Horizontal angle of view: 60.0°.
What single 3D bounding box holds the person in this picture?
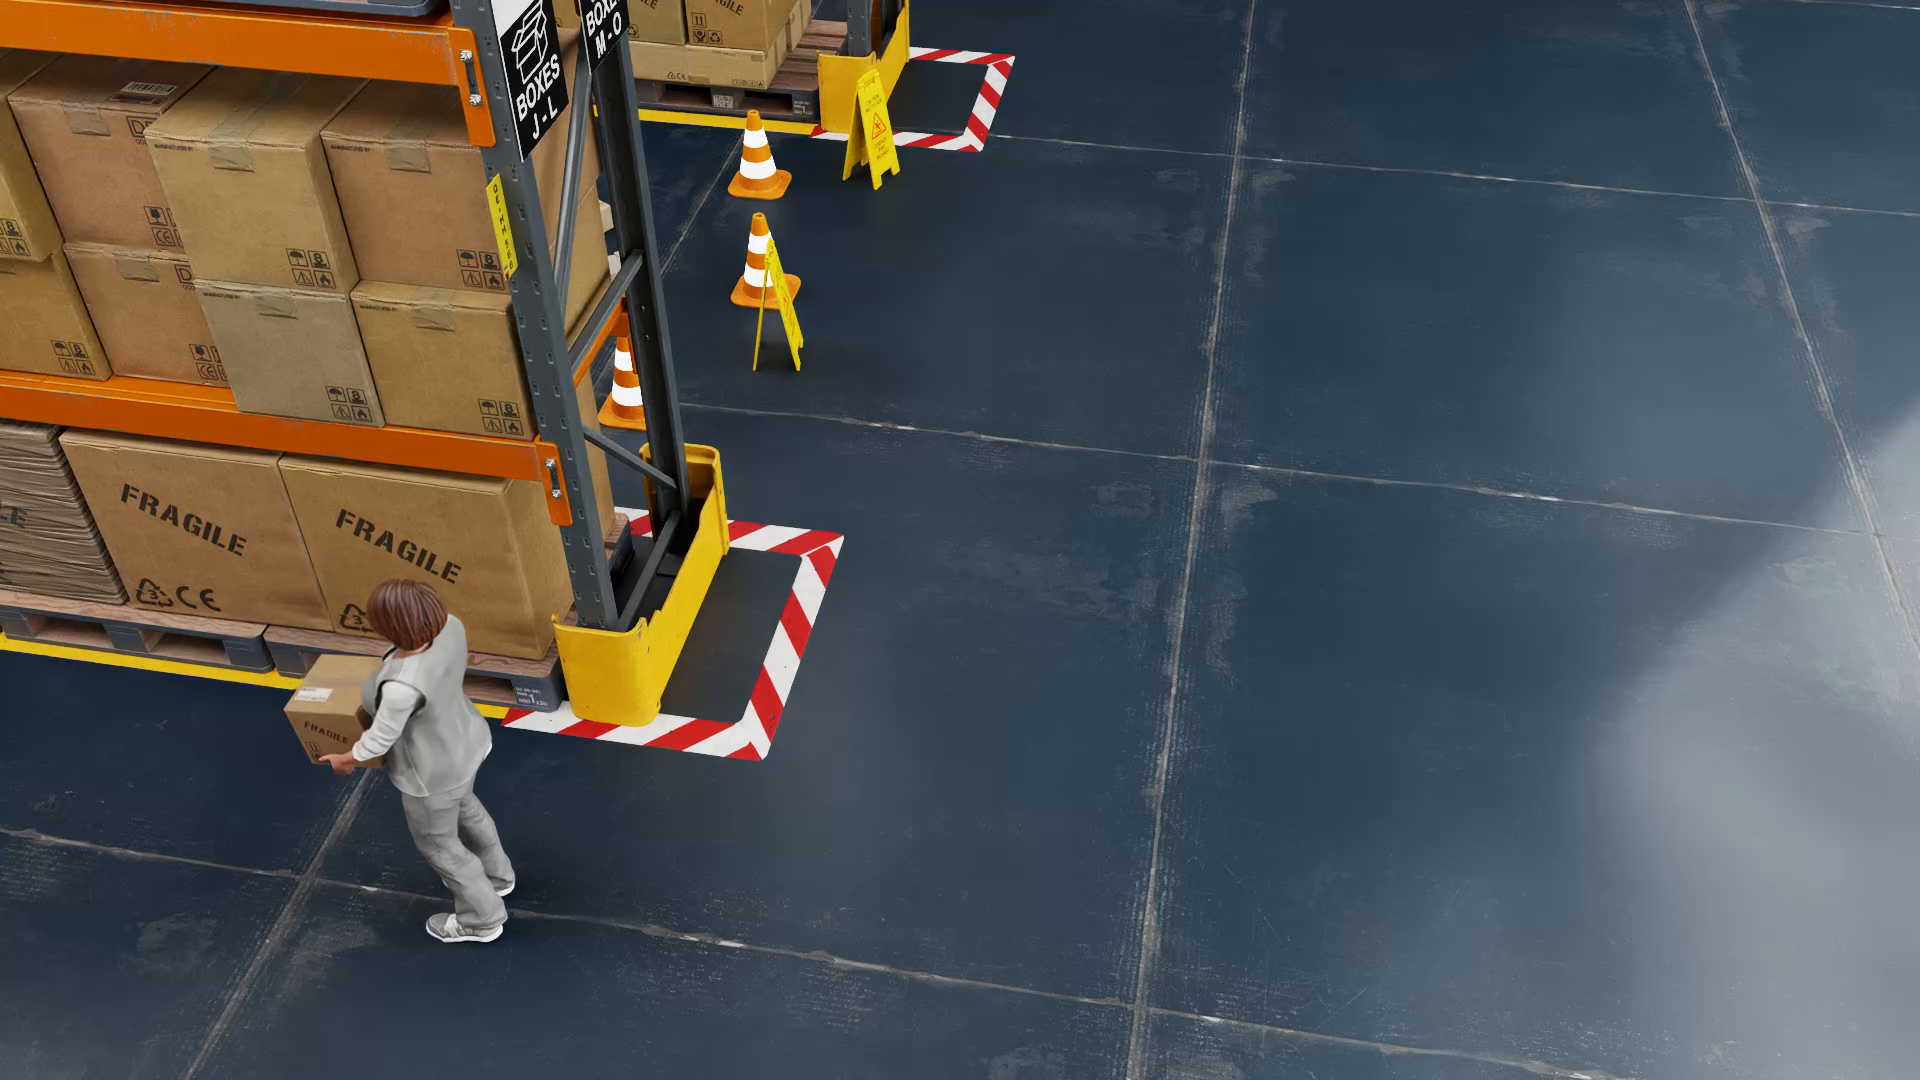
[{"bbox_3d":[-1.759,0.705,5.374,0.496,1.576,0.404,7,42,8],"label":"person"}]
